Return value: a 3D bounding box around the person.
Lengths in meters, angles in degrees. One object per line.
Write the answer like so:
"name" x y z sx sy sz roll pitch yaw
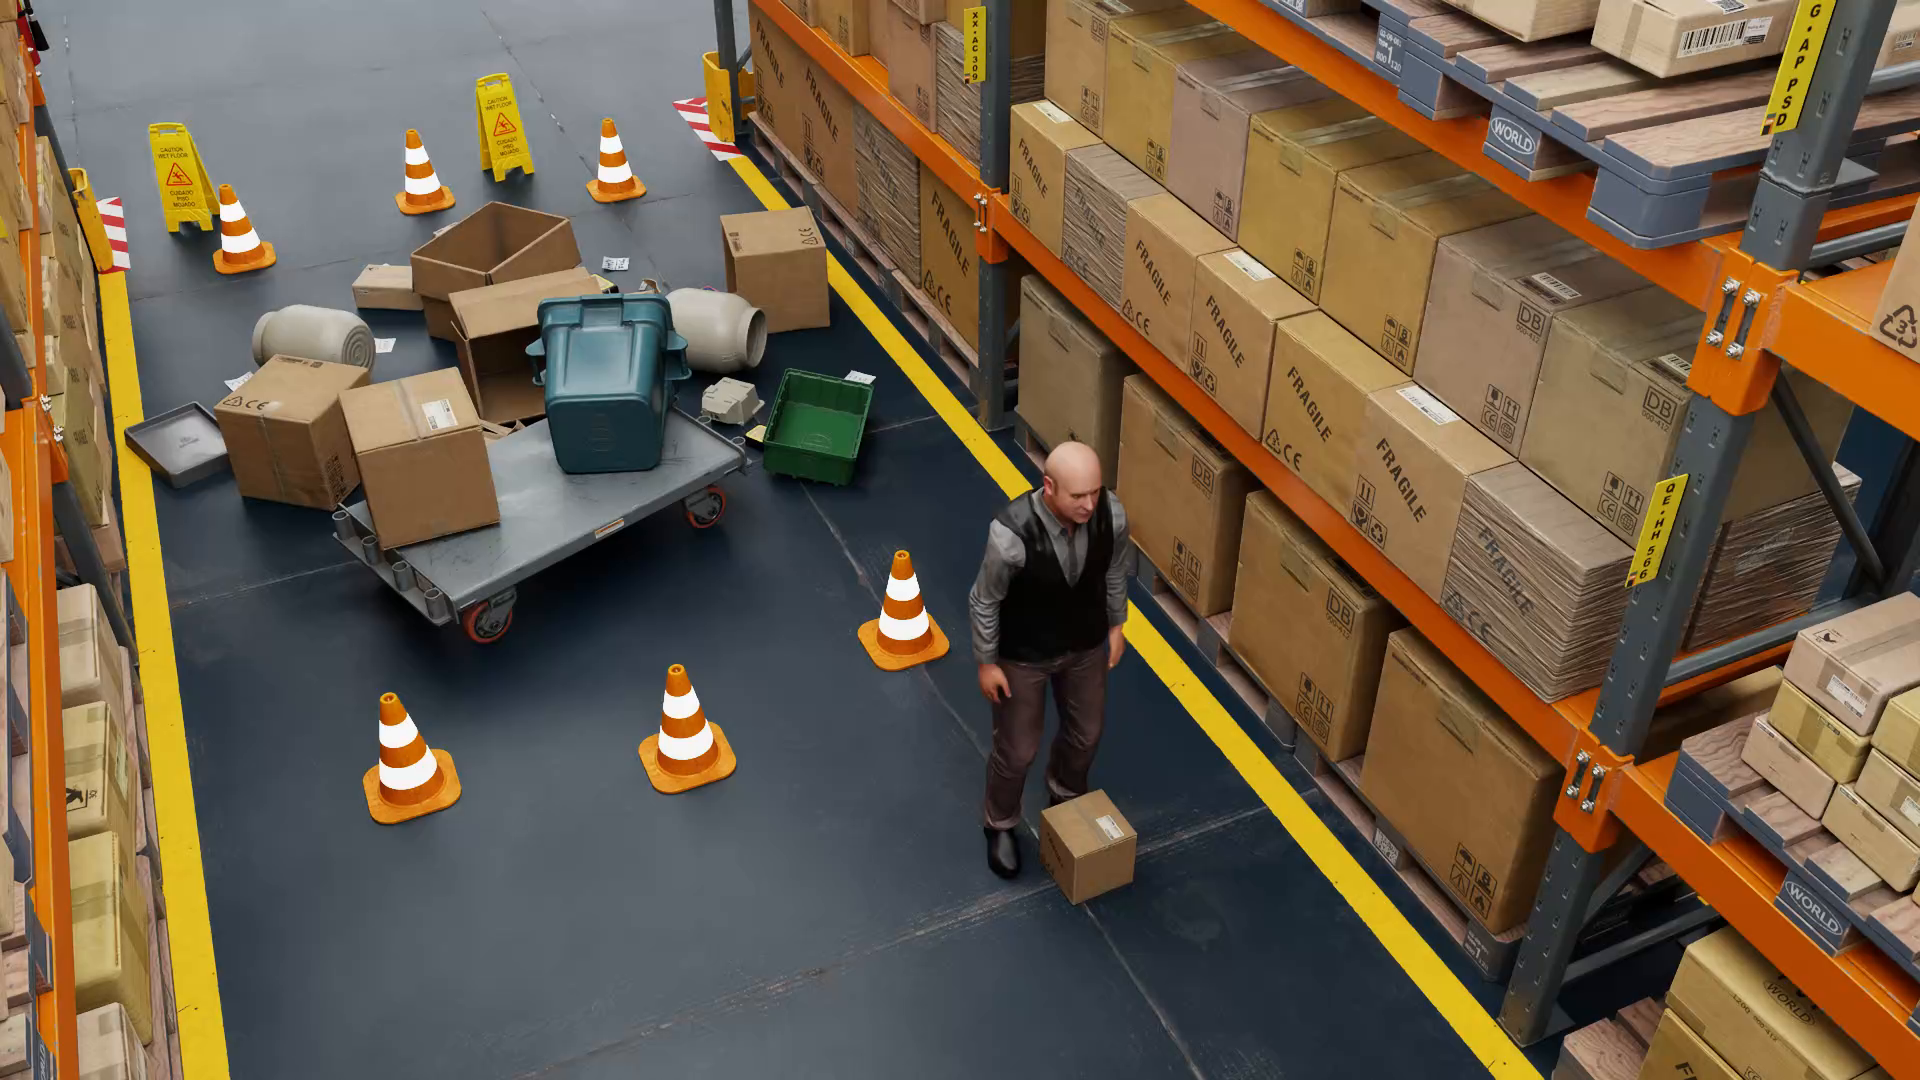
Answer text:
"person" 0.300 0.337 5.677 0.579 1.664 0.410 -16 40 -20
